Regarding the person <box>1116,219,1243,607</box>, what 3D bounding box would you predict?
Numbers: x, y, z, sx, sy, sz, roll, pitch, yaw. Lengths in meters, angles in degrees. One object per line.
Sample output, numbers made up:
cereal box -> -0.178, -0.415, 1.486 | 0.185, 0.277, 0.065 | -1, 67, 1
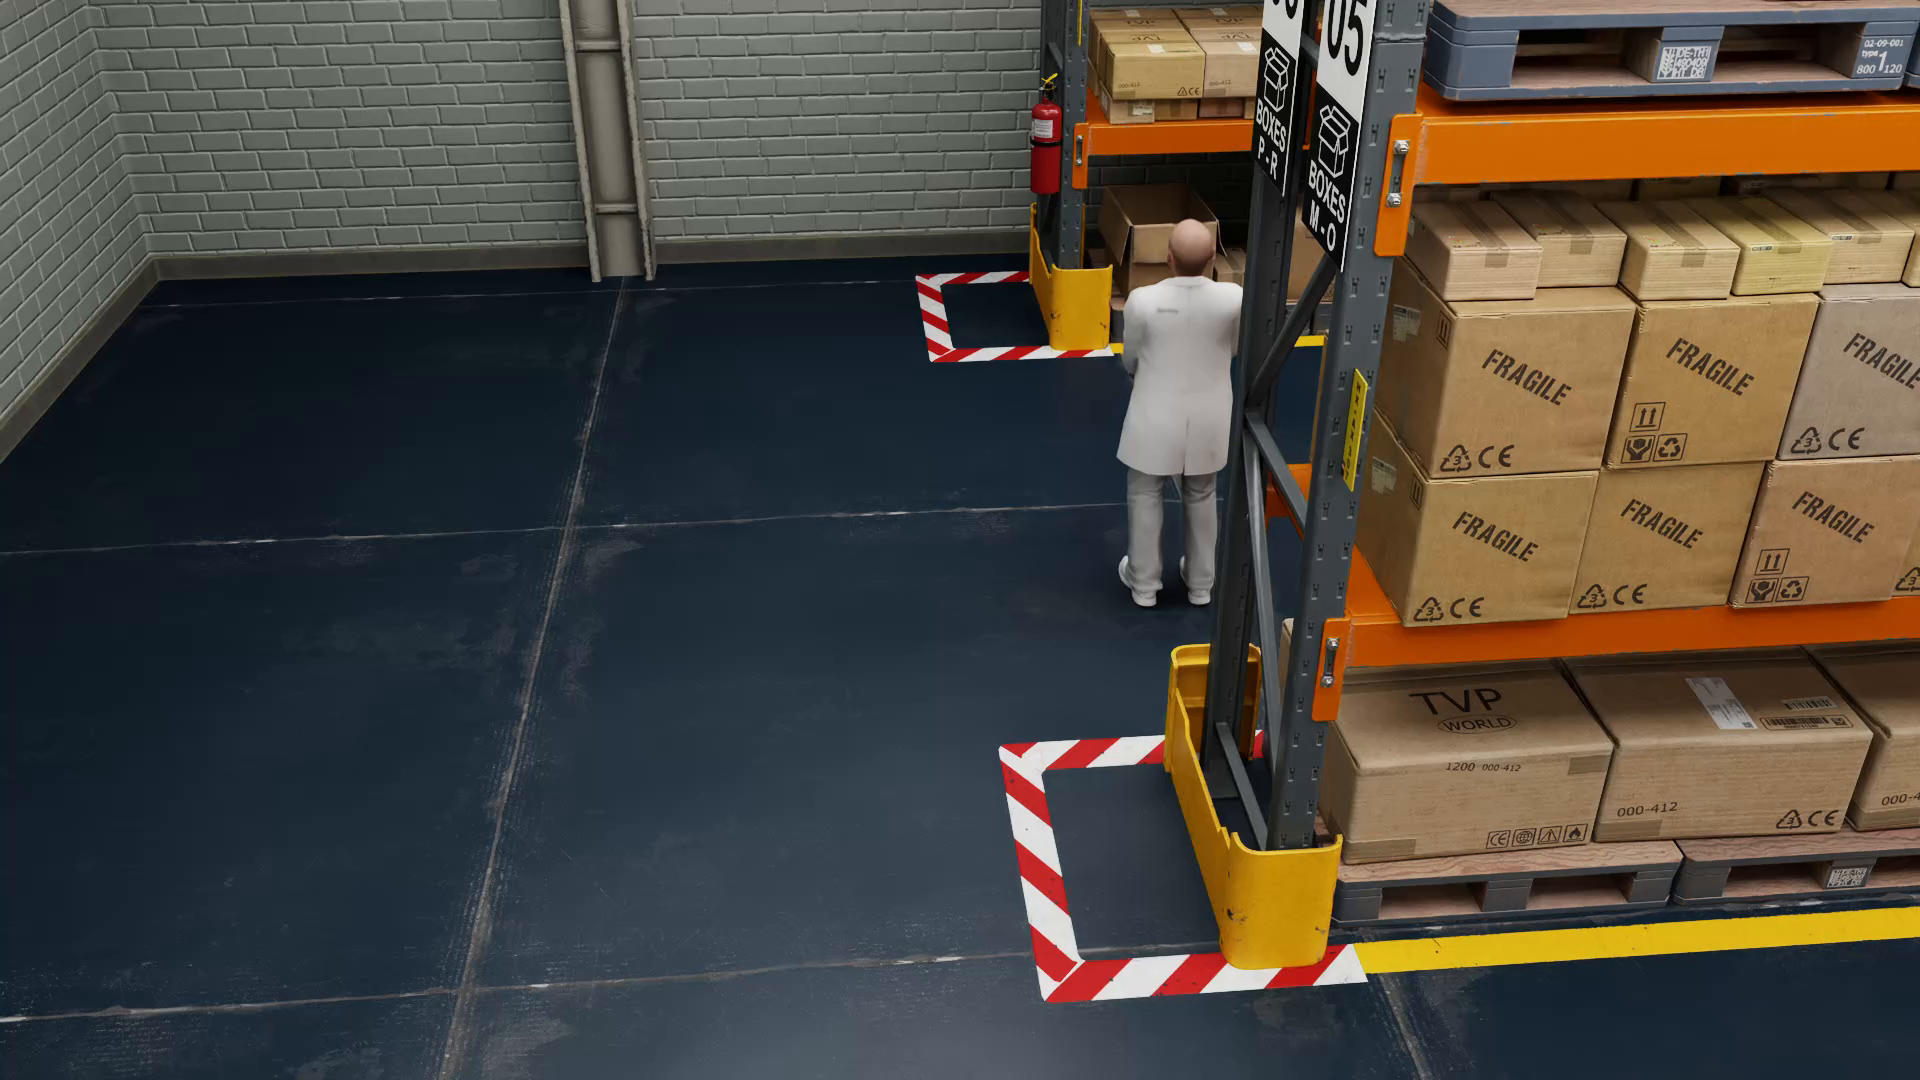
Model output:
person -> 0.914, -0.580, 7.129 | 0.531, 1.769, 0.555 | -3, 31, -4
